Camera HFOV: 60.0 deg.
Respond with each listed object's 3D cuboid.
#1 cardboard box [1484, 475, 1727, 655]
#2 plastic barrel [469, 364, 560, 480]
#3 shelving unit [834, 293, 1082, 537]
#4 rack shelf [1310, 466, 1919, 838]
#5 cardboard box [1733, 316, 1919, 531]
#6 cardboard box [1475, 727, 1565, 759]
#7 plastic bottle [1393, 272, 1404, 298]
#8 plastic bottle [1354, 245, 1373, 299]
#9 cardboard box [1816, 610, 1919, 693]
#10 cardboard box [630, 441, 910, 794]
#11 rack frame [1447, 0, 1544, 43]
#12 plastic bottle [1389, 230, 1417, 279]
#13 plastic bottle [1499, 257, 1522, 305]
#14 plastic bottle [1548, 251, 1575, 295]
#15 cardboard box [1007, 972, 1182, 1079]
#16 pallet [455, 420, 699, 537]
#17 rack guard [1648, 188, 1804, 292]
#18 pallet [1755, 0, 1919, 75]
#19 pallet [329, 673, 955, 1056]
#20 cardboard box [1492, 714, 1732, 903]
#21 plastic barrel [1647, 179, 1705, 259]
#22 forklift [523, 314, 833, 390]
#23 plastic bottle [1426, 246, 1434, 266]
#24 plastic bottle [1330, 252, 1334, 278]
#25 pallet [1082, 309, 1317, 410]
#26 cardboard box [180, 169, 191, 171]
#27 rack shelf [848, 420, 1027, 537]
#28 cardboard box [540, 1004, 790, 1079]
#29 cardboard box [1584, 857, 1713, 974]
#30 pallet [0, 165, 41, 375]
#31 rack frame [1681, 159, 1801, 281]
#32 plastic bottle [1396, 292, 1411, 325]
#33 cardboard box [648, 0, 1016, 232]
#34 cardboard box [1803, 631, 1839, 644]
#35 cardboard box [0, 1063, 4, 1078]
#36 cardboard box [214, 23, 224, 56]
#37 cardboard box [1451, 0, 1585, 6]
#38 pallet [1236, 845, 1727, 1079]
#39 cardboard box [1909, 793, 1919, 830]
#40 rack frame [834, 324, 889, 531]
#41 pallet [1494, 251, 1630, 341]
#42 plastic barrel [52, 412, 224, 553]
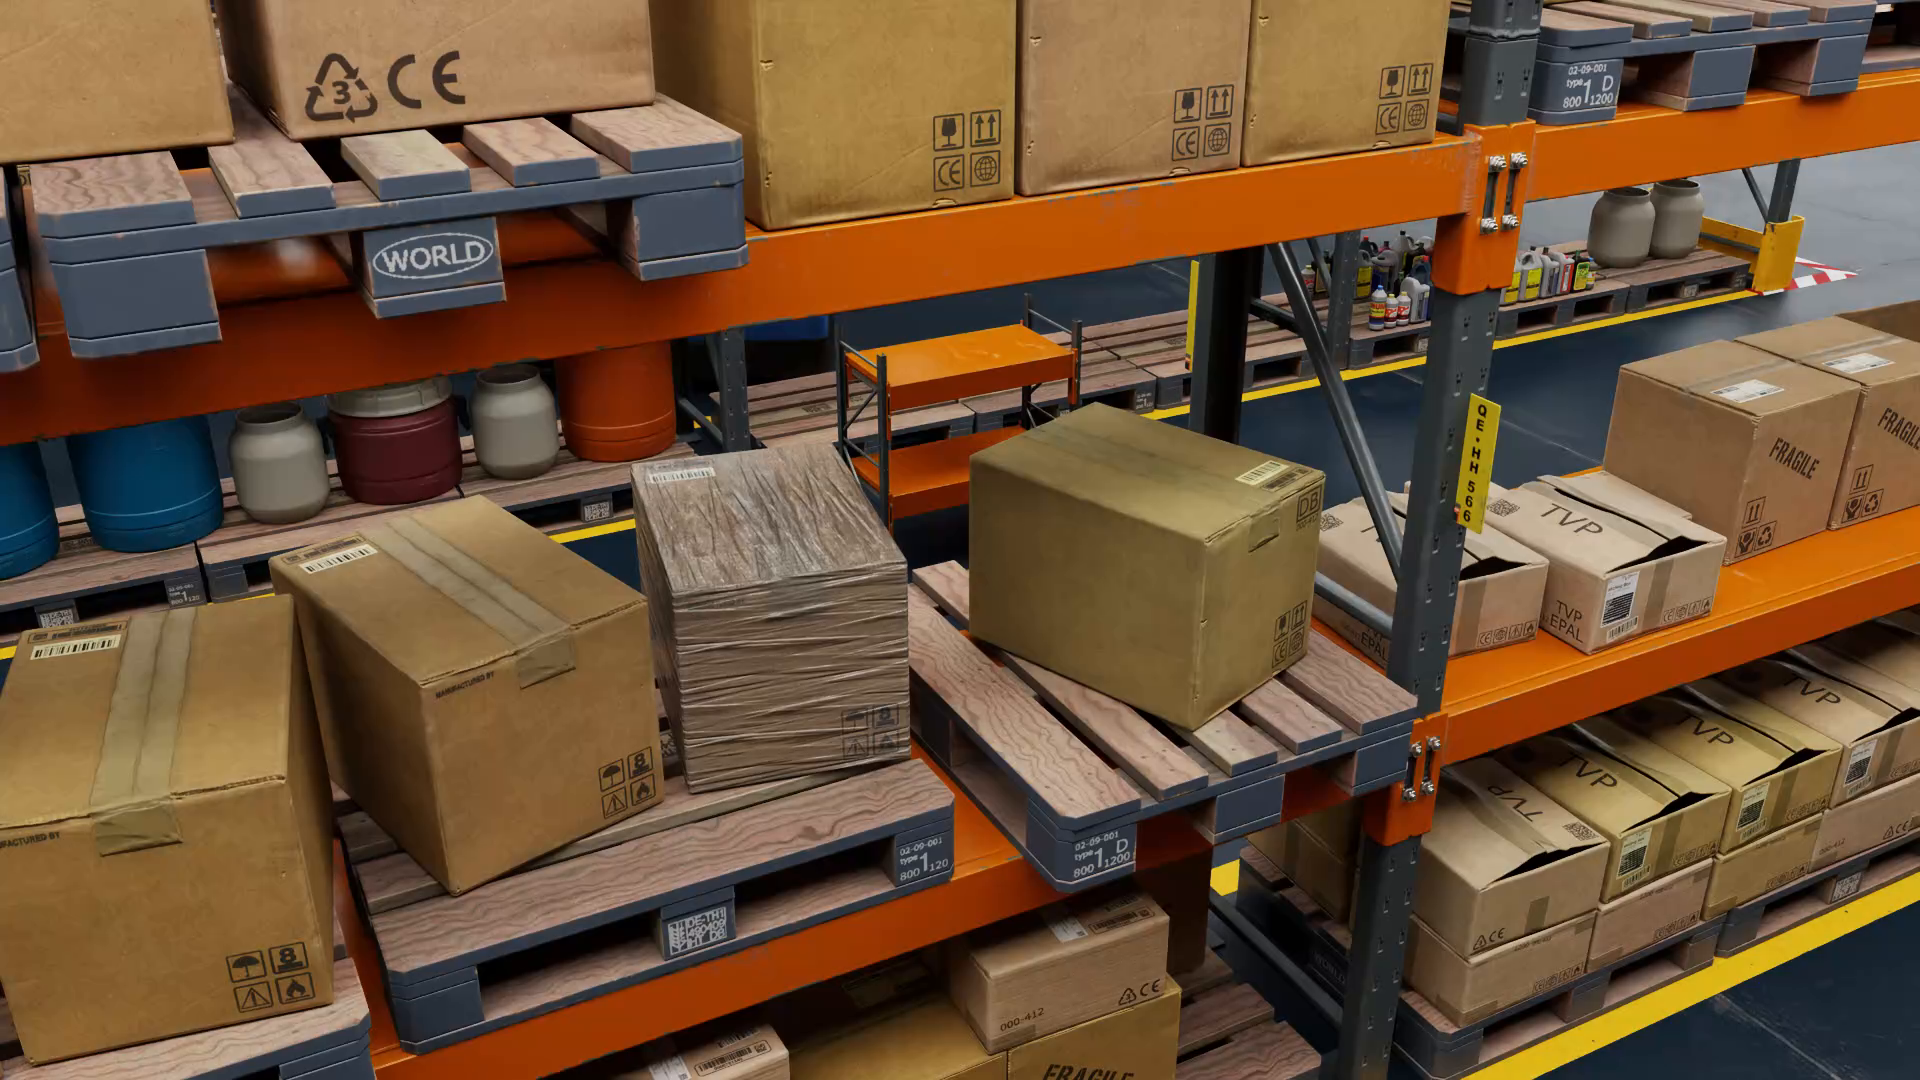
[{"bbox_3d":[1.828,0.035,4.814,0.500,0.311,0.500,-13,29,-26],"label":"cardboard box"},{"bbox_3d":[-2.260,-0.602,8.427,0.421,0.512,0.421,0,26,0],"label":"plastic barrel"},{"bbox_3d":[-0.006,-0.506,8.004,1.048,1.125,0.538,-13,29,-25],"label":"shelving unit"},{"bbox_3d":[2.712,0.020,5.573,4.000,0.370,1.077,-13,29,-25],"label":"rack shelf"},{"bbox_3d":[2.885,-0.397,5.496,0.500,0.500,0.500,-13,29,-25],"label":"cardboard box"},{"bbox_3d":[1.749,0.592,5.596,0.500,0.311,0.500,-13,29,-26],"label":"cardboard box"},{"bbox_3d":[2.859,-1.592,10.730,0.133,0.283,0.061,-13,29,-25],"label":"plastic bottle"},{"bbox_3d":[2.650,-1.794,11.074,0.185,0.351,0.144,-13,29,-25],"label":"plastic bottle"},{"bbox_3d":[3.357,0.487,5.814,0.500,0.311,0.500,-13,29,-25],"label":"cardboard box"},{"bbox_3d":[-0.452,0.154,3.864,0.500,0.500,0.700,-8,27,-15],"label":"cardboard box"},{"bbox_3d":[0.948,-2.601,3.271,0.127,3.000,1.000,-13,29,-25],"label":"rack frame"},{"bbox_3d":[3.037,-1.954,11.407,0.185,0.351,0.144,-13,29,-25],"label":"plastic bottle"},{"bbox_3d":[3.599,-1.739,10.959,0.185,0.351,0.144,-13,29,-25],"label":"plastic bottle"},{"bbox_3d":[4.030,-1.807,11.186,0.135,0.276,0.152,-13,28,-25],"label":"plastic bottle"},{"bbox_3d":[0.233,1.312,4.432,0.500,0.500,0.500,-12,28,-23],"label":"cardboard box"},{"bbox_3d":[-2.056,-0.356,8.747,1.213,0.211,1.003,-13,29,-25],"label":"pallet"},{"bbox_3d":[5.634,-2.258,12.376,0.348,0.500,1.175,-13,29,-25],"label":"rack guard"},{"bbox_3d":[2.490,-1.565,4.797,1.213,0.211,1.003,-12,28,-23],"label":"pallet"},{"bbox_3d":[-0.766,0.588,3.782,1.213,0.211,1.003,-13,29,-25],"label":"pallet"},{"bbox_3d":[2.008,0.796,5.170,0.500,0.311,0.500,-14,29,-26],"label":"cardboard box"},{"bbox_3d":[5.134,-2.323,12.012,0.421,0.512,0.421,0,26,0],"label":"plastic barrel"},{"bbox_3d":[-2.336,-2.448,9.963,3.031,2.935,1.130,-1,26,-2],"label":"forklift"},{"bbox_3d":[3.232,-1.915,11.403,0.133,0.283,0.061,-13,29,-25],"label":"plastic bottle"},{"bbox_3d":[2.582,-1.849,11.188,0.185,0.351,0.144,-14,29,-26],"label":"plastic bottle"},{"bbox_3d":[1.475,-1.172,10.447,1.213,0.211,1.003,-13,29,-25],"label":"pallet"},{"bbox_3d":[-5.897,-2.418,11.790,0.875,0.875,1.225,-14,29,-27],"label":"cardboard box"},{"bbox_3d":[-0.006,-0.285,8.109,1.000,0.278,0.538,-13,29,-25],"label":"rack shelf"},{"bbox_3d":[-0.716,1.197,3.805,0.500,0.250,0.500,-14,29,-26],"label":"cardboard box"},{"bbox_3d":[1.991,1.056,5.276,0.500,0.250,0.500,-14,29,-27],"label":"cardboard box"},{"bbox_3d":[-1.973,-0.456,2.485,1.003,0.211,1.213,-13,29,-25],"label":"pallet"},{"bbox_3d":[5.679,-3.419,11.905,0.127,3.000,1.000,-13,29,-25],"label":"rack frame"},{"bbox_3d":[2.816,-1.480,10.591,0.097,0.201,0.097,0,26,0],"label":"plastic bottle"},{"bbox_3d":[-0.330,-0.983,3.250,0.500,0.500,0.910,-13,29,-25],"label":"cardboard box"},{"bbox_3d":[3.095,0.281,6.243,0.500,0.311,0.500,-14,29,-27],"label":"cardboard box"},{"bbox_3d":[-2.059,0.672,2.783,0.700,0.500,0.500,22,33,37],"label":"cardboard box"},{"bbox_3d":[-4.929,-3.324,11.593,0.500,0.500,0.500,-14,29,-27],"label":"cardboard box"},{"bbox_3d":[1.322,-1.485,4.099,0.500,0.250,0.500,-15,30,-29],"label":"cardboard box"},{"bbox_3d":[1.692,1.208,5.491,1.213,0.211,1.003,-13,29,-25],"label":"pallet"},{"bbox_3d":[3.349,0.741,5.933,0.500,0.250,0.500,-12,28,-24],"label":"cardboard box"},{"bbox_3d":[-0.455,-0.402,7.788,0.032,1.125,0.500,-13,29,-25],"label":"rack frame"},{"bbox_3d":[3.840,-1.718,11.584,1.213,0.211,1.003,-13,29,-25],"label":"pallet"},{"bbox_3d":[-3.796,-0.466,7.695,0.708,0.901,0.600,-13,29,-25],"label":"plastic barrel"}]
